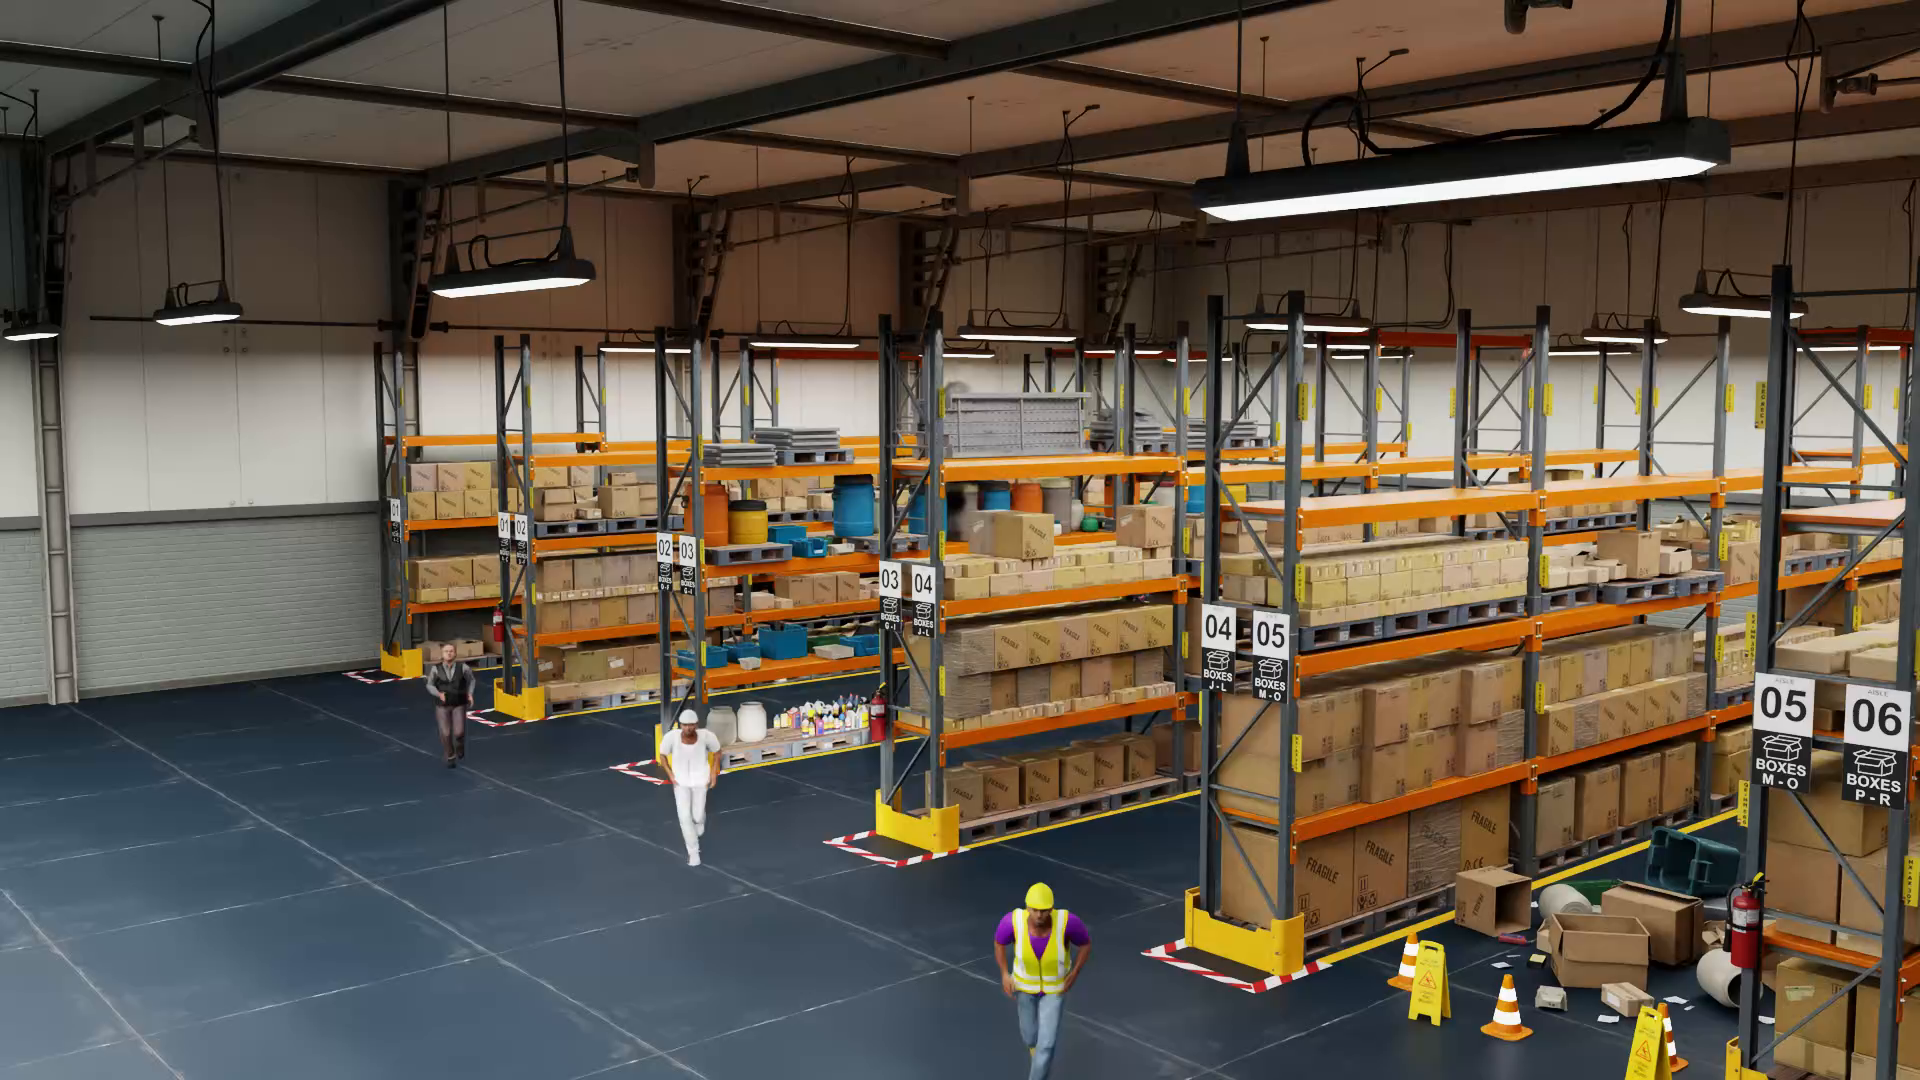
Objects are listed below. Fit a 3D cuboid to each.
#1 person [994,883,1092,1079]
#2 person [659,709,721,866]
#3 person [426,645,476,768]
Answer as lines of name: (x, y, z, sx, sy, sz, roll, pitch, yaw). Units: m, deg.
person: (0.599, 3.247, 12.077, 0.701, 1.708, 0.942, 0, 5, 2)
person: (-2.964, 2.663, 18.316, 0.672, 1.708, 0.873, 0, 5, -2)
person: (-6.926, 2.269, 22.647, 0.652, 1.680, 0.569, -2, 5, -16)
